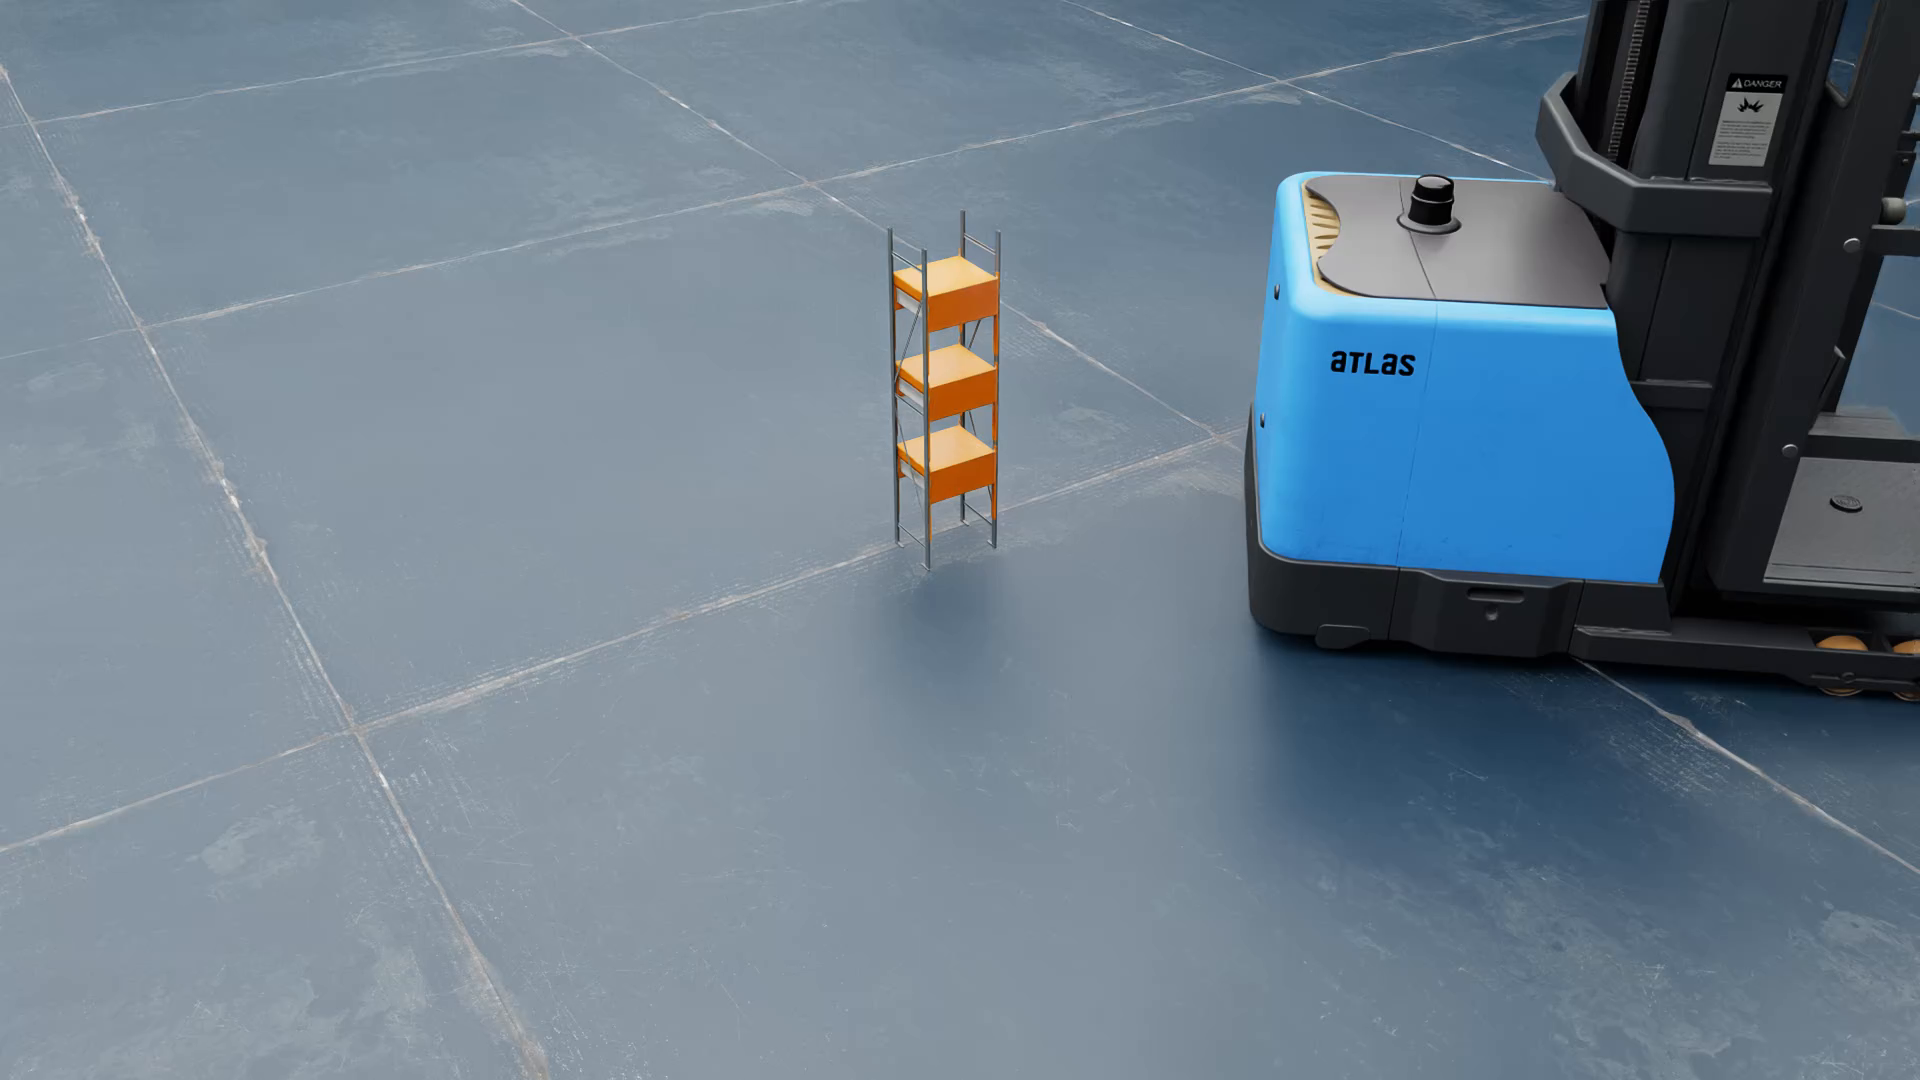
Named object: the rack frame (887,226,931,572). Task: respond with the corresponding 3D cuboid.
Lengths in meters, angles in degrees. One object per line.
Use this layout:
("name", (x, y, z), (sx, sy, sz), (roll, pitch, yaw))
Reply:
("rack frame", (-0.148, -0.393, 4.889), (0.008, 1.050, 0.200), (-19, 37, -27))

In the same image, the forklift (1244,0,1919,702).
("forklift", (2.391, -1.099, 4.246), (3.031, 2.935, 1.130), (4, 32, 6))

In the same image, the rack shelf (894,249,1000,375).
("rack shelf", (-0.045, -0.660, 4.800), (0.240, 0.259, 0.215), (-19, 37, -27))

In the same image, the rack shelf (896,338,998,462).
("rack shelf", (-0.045, -0.420, 4.951), (0.240, 0.259, 0.215), (-19, 37, -27))

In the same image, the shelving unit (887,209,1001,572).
("shelving unit", (-0.045, -0.429, 4.945), (0.252, 1.050, 0.215), (-19, 37, -27))

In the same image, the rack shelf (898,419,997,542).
("rack shelf", (-0.045, -0.185, 5.099), (0.240, 0.259, 0.215), (-19, 37, -27))

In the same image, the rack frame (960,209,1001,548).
("rack frame", (0.058, -0.464, 5.001), (0.008, 1.050, 0.200), (-19, 37, -27))
